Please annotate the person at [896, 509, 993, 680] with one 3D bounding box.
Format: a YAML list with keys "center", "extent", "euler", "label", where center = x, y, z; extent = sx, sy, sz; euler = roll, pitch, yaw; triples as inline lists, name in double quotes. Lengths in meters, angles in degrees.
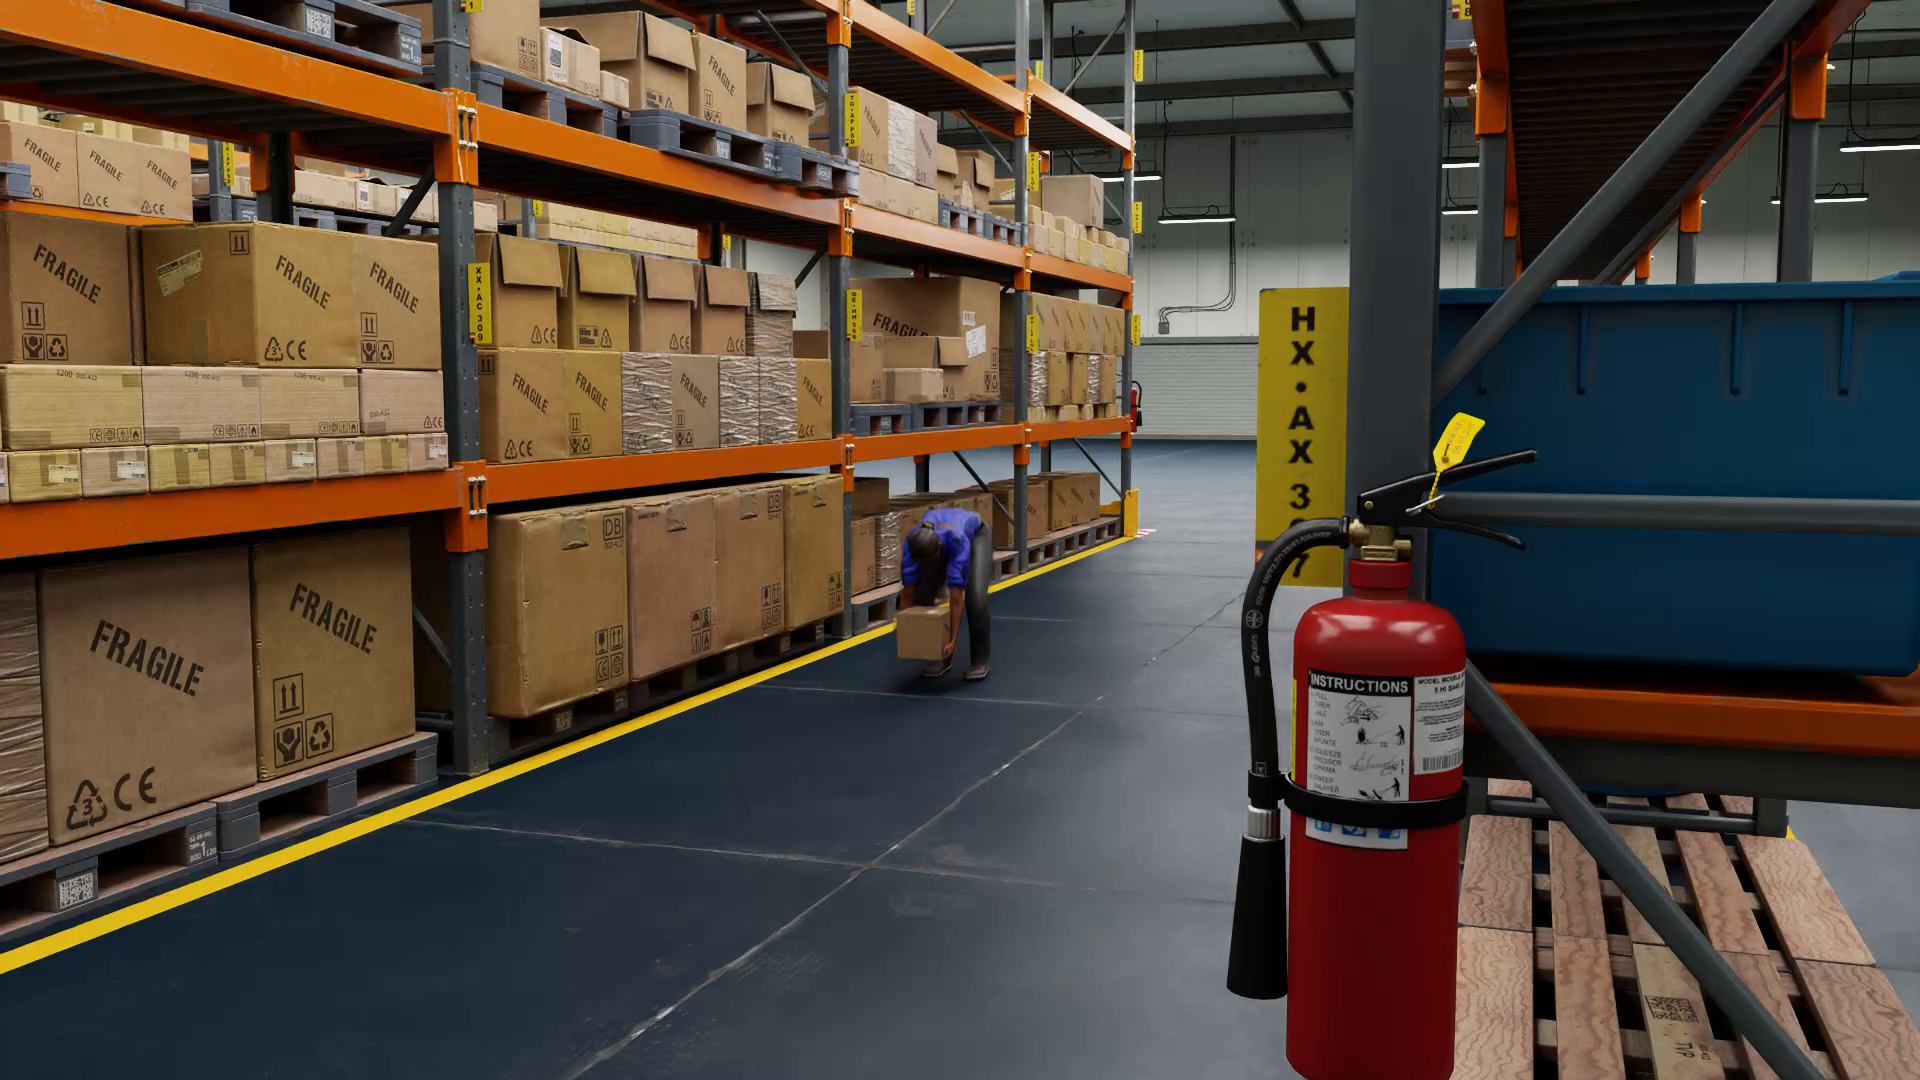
- center: [-0.086, 0.315, 9.198]
  extent: [0.446, 0.955, 0.877]
  euler: [2, 6, 19]
  label: "person"
